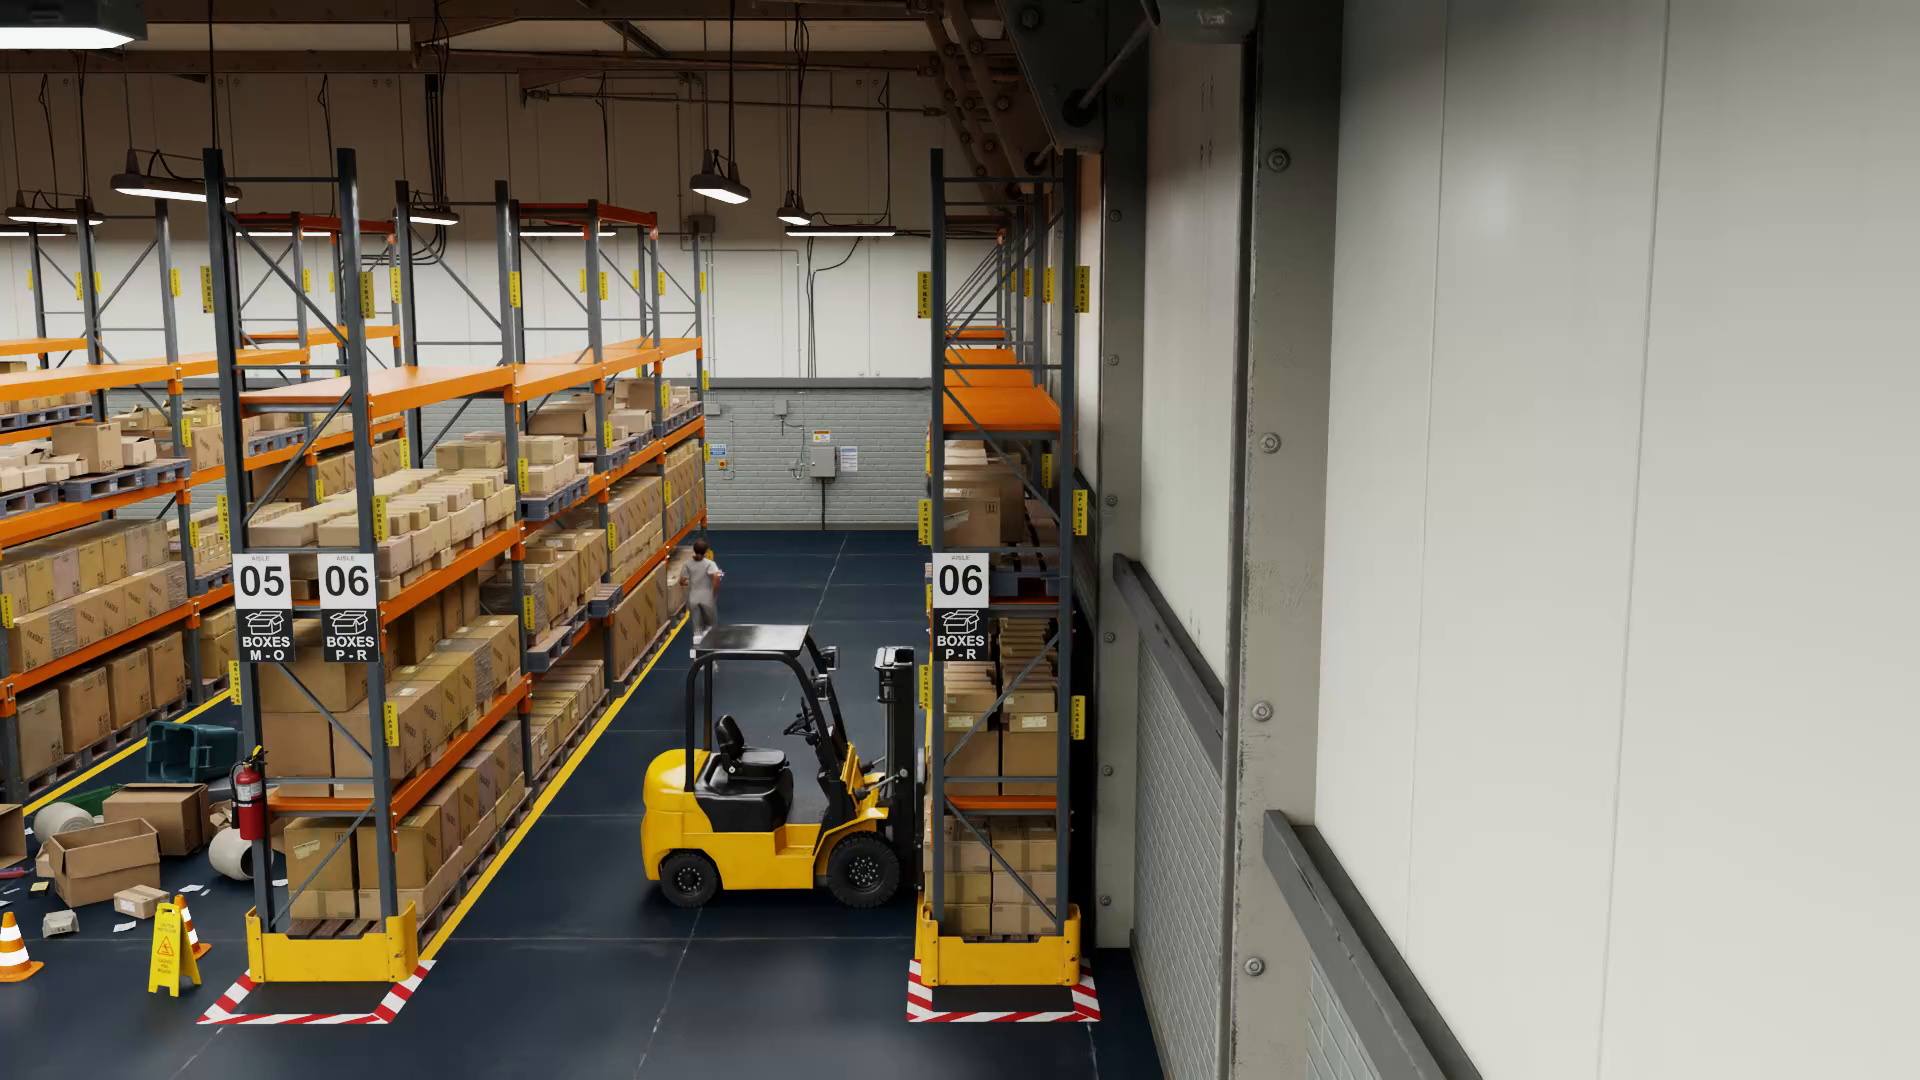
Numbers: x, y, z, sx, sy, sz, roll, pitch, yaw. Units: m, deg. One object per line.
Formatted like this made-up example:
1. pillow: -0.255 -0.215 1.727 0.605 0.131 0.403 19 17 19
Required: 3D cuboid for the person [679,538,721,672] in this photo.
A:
1. person: -3.229 0.836 20.779 0.559 1.728 0.712 0 9 1
